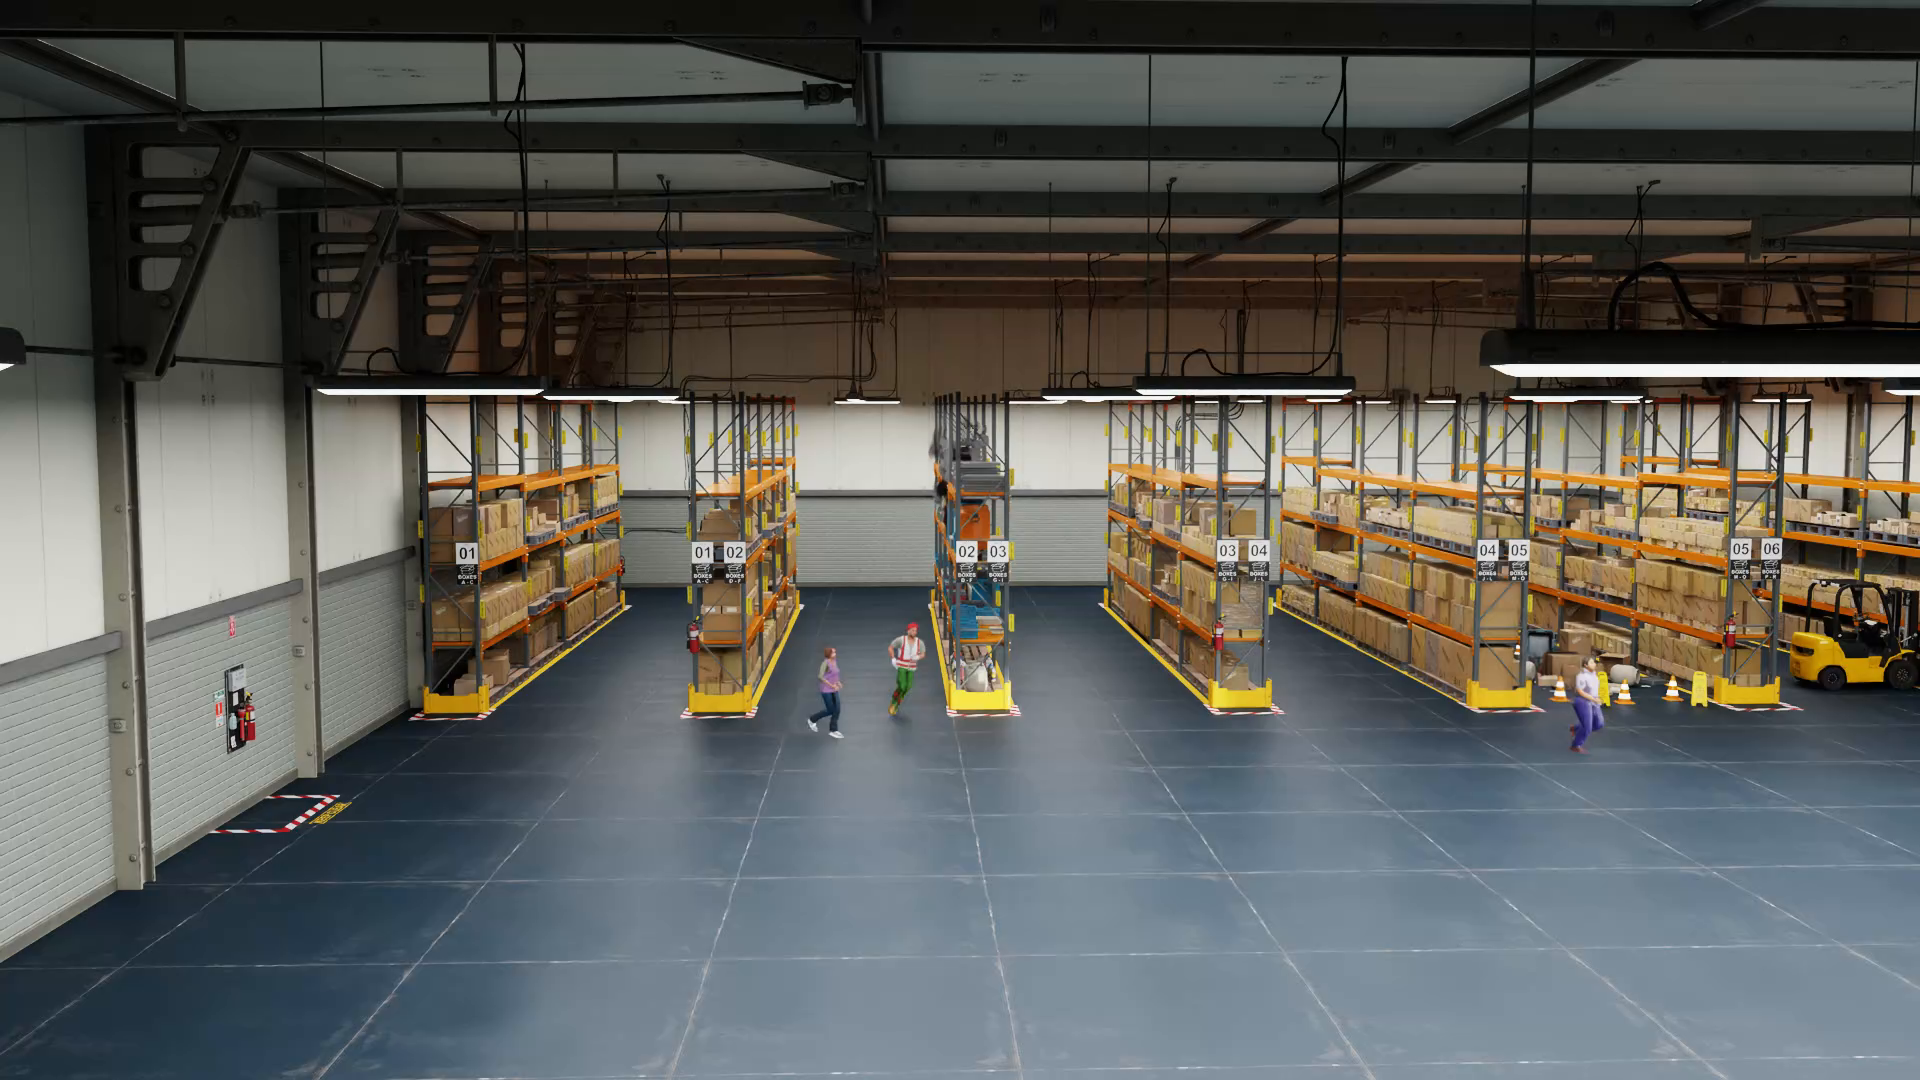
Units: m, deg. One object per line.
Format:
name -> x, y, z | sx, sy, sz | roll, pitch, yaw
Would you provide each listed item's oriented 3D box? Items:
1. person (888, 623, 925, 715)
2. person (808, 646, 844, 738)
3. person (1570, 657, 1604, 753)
person -> -0.996, 2.379, 30.907 | 0.722, 1.704, 0.631 | -2, 5, -22
person -> -2.310, 2.633, 28.875 | 0.668, 1.594, 0.566 | 2, 5, 24
person -> 10.395, 2.727, 27.559 | 0.624, 1.609, 0.615 | -4, 6, -44
